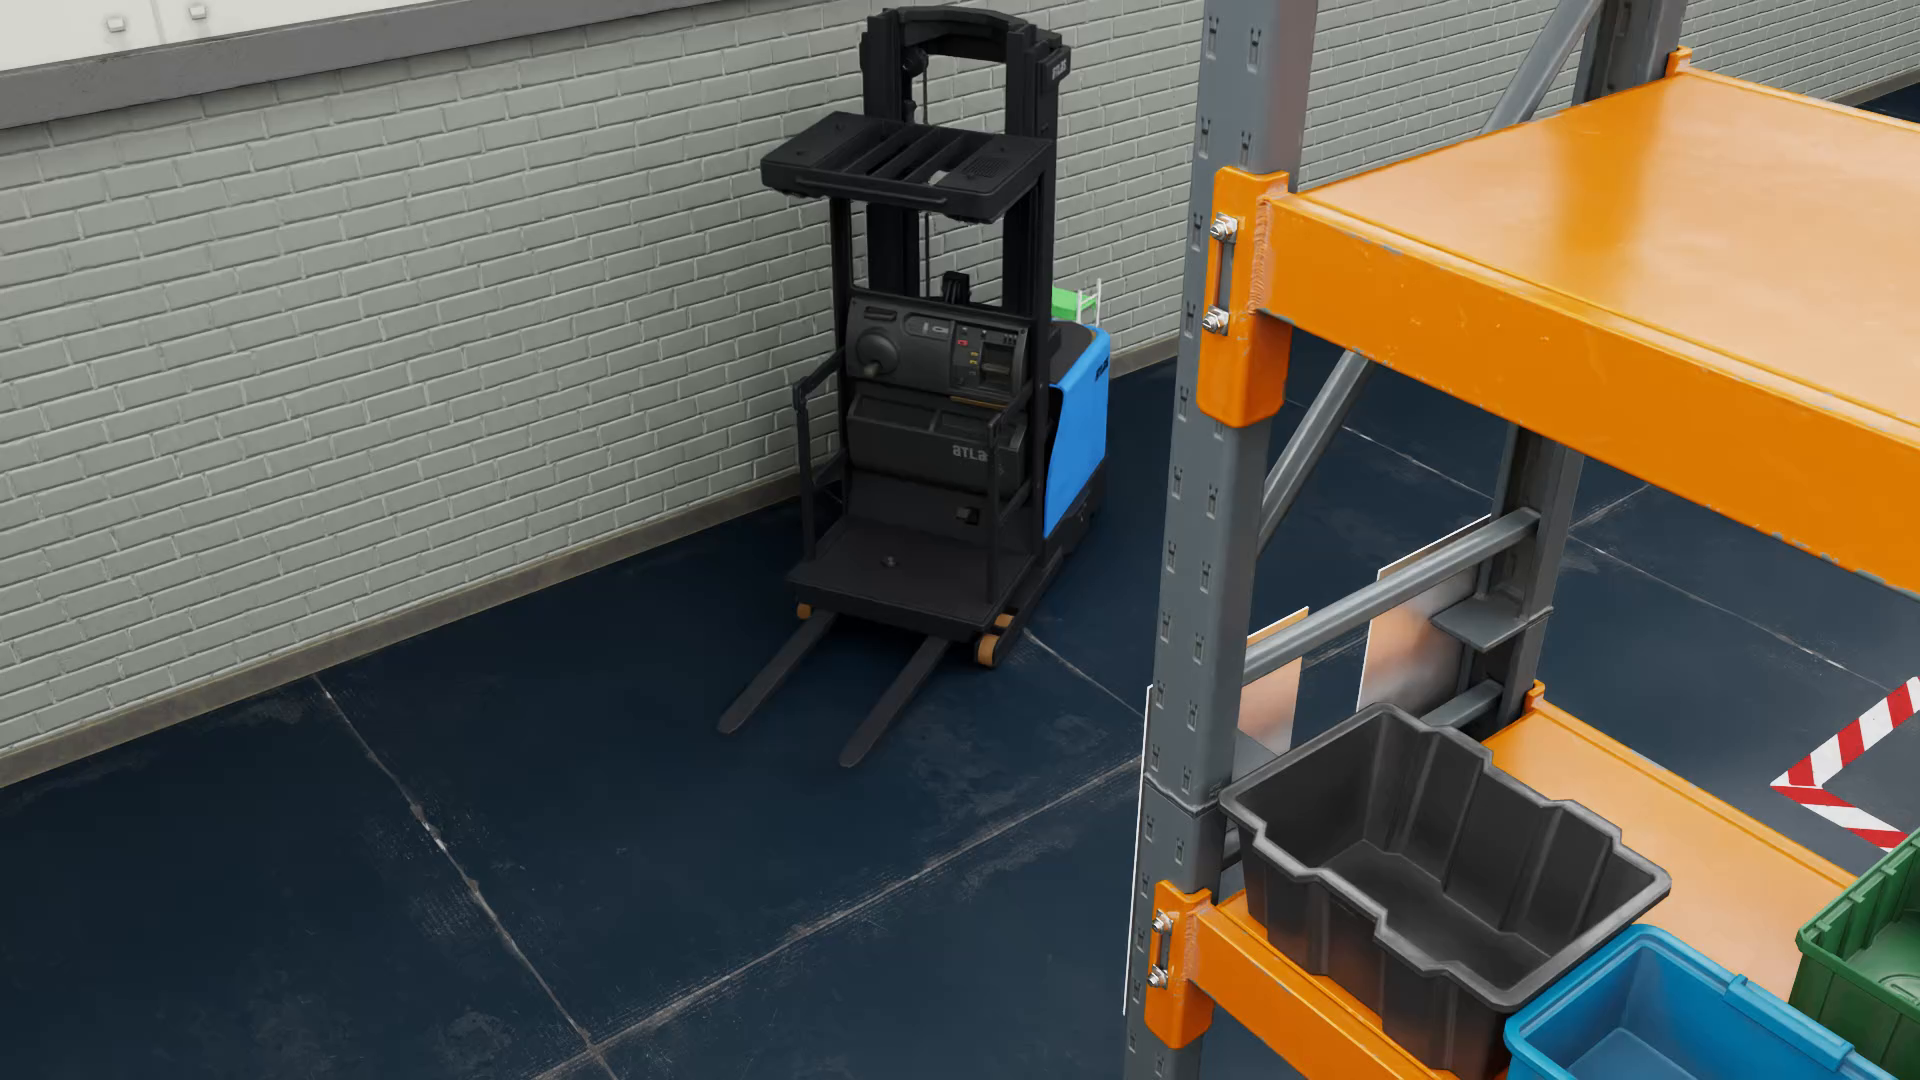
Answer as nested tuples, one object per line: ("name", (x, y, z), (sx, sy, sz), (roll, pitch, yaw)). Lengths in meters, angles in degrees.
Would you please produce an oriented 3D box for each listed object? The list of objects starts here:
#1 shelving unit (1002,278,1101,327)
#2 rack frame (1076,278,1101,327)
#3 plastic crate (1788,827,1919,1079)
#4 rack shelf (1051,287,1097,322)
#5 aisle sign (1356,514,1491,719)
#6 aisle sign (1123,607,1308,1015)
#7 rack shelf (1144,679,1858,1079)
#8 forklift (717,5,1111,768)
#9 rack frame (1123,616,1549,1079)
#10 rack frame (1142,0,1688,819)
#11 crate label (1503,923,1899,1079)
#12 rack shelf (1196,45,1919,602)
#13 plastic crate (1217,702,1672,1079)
("shelving unit", (0.505, -0.971, 9.667), (0.503, 1.200, 0.258), (19, 35, 28))
("rack frame", (0.708, -0.900, 9.553), (0.015, 1.200, 0.240), (19, 35, 28))
("plastic crate", (1.581, 0.692, 2.651), (0.450, 0.188, 0.336), (-22, 38, -31))
("rack shelf", (0.514, -1.332, 9.459), (0.480, 0.148, 0.258), (19, 35, 28))
("aisle sign", (0.938, 0.328, 3.414), (0.394, 0.787, 0.004), (-22, 38, -31))
("aisle sign", (0.472, 0.519, 3.107), (0.394, 0.787, 0.004), (-22, 38, -31))
("rack shelf", (1.977, 1.422, 1.956), (1.077, 0.370, 4.000), (-22, 38, -31))
("forklift", (-0.199, -0.871, 7.874), (1.130, 2.935, 3.031), (12, 34, 19))
("rack frame", (0.751, 1.557, 3.899), (1.000, 3.000, 0.127), (-22, 38, -31))
("rack frame", (0.751, -0.991, 2.317), (1.000, 3.000, 0.127), (-22, 38, -31))
("crate label", (1.061, 0.835, 2.360), (0.408, 0.251, 0.502), (-22, 38, -31))
("rack shelf", (1.977, 0.318, 1.270), (1.077, 0.370, 4.000), (-22, 38, -31))
("plastic crate", (0.767, 0.589, 2.739), (0.497, 0.269, 0.590), (-22, 38, -31))
